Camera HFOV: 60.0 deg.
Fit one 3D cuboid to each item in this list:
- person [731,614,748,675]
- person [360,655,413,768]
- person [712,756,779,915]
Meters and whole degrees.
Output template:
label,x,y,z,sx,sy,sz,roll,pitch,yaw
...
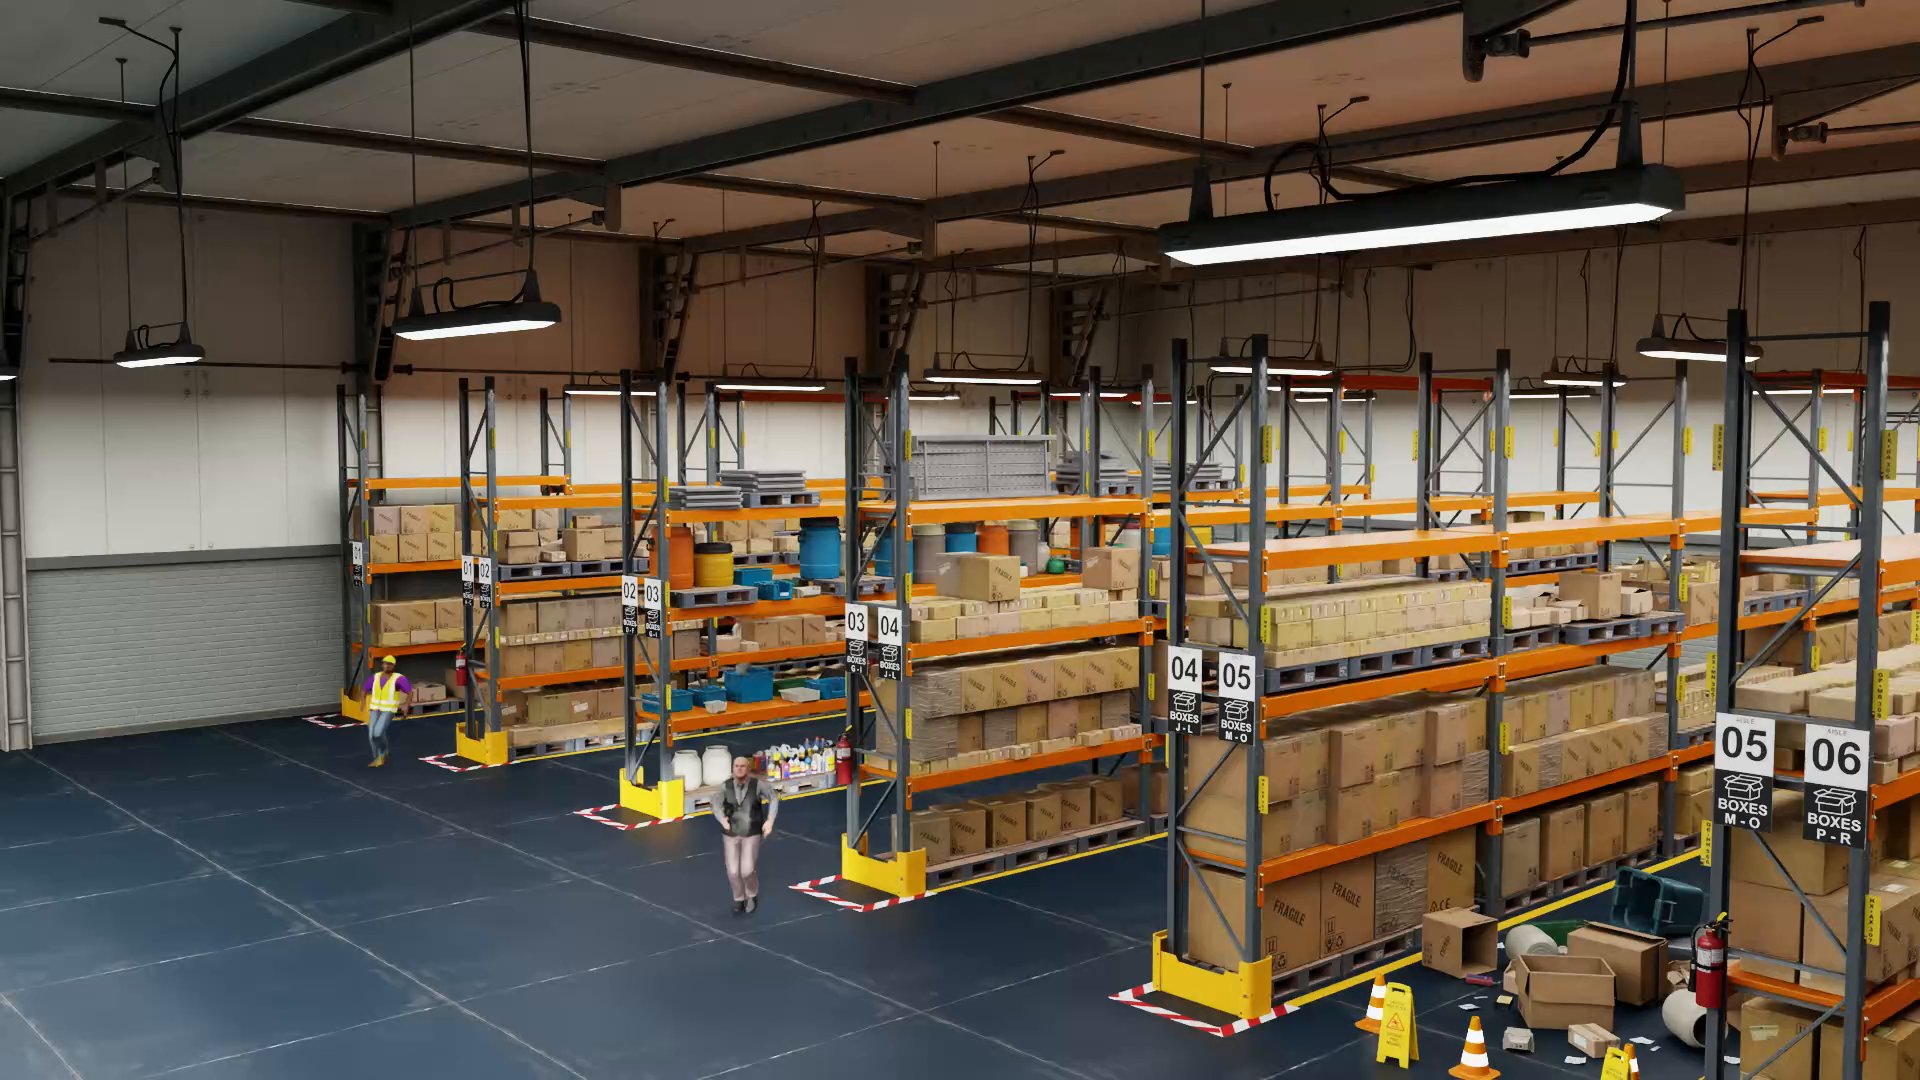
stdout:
label,x,y,z,sx,sy,sz,roll,pitch,yaw
person,-4.105,2.196,31.371,0.653,1.799,0.987,4,5,44
person,-8.874,2.638,25.547,0.761,1.720,0.589,1,4,9
person,-2.302,3.156,17.680,0.687,1.707,0.642,0,4,3
